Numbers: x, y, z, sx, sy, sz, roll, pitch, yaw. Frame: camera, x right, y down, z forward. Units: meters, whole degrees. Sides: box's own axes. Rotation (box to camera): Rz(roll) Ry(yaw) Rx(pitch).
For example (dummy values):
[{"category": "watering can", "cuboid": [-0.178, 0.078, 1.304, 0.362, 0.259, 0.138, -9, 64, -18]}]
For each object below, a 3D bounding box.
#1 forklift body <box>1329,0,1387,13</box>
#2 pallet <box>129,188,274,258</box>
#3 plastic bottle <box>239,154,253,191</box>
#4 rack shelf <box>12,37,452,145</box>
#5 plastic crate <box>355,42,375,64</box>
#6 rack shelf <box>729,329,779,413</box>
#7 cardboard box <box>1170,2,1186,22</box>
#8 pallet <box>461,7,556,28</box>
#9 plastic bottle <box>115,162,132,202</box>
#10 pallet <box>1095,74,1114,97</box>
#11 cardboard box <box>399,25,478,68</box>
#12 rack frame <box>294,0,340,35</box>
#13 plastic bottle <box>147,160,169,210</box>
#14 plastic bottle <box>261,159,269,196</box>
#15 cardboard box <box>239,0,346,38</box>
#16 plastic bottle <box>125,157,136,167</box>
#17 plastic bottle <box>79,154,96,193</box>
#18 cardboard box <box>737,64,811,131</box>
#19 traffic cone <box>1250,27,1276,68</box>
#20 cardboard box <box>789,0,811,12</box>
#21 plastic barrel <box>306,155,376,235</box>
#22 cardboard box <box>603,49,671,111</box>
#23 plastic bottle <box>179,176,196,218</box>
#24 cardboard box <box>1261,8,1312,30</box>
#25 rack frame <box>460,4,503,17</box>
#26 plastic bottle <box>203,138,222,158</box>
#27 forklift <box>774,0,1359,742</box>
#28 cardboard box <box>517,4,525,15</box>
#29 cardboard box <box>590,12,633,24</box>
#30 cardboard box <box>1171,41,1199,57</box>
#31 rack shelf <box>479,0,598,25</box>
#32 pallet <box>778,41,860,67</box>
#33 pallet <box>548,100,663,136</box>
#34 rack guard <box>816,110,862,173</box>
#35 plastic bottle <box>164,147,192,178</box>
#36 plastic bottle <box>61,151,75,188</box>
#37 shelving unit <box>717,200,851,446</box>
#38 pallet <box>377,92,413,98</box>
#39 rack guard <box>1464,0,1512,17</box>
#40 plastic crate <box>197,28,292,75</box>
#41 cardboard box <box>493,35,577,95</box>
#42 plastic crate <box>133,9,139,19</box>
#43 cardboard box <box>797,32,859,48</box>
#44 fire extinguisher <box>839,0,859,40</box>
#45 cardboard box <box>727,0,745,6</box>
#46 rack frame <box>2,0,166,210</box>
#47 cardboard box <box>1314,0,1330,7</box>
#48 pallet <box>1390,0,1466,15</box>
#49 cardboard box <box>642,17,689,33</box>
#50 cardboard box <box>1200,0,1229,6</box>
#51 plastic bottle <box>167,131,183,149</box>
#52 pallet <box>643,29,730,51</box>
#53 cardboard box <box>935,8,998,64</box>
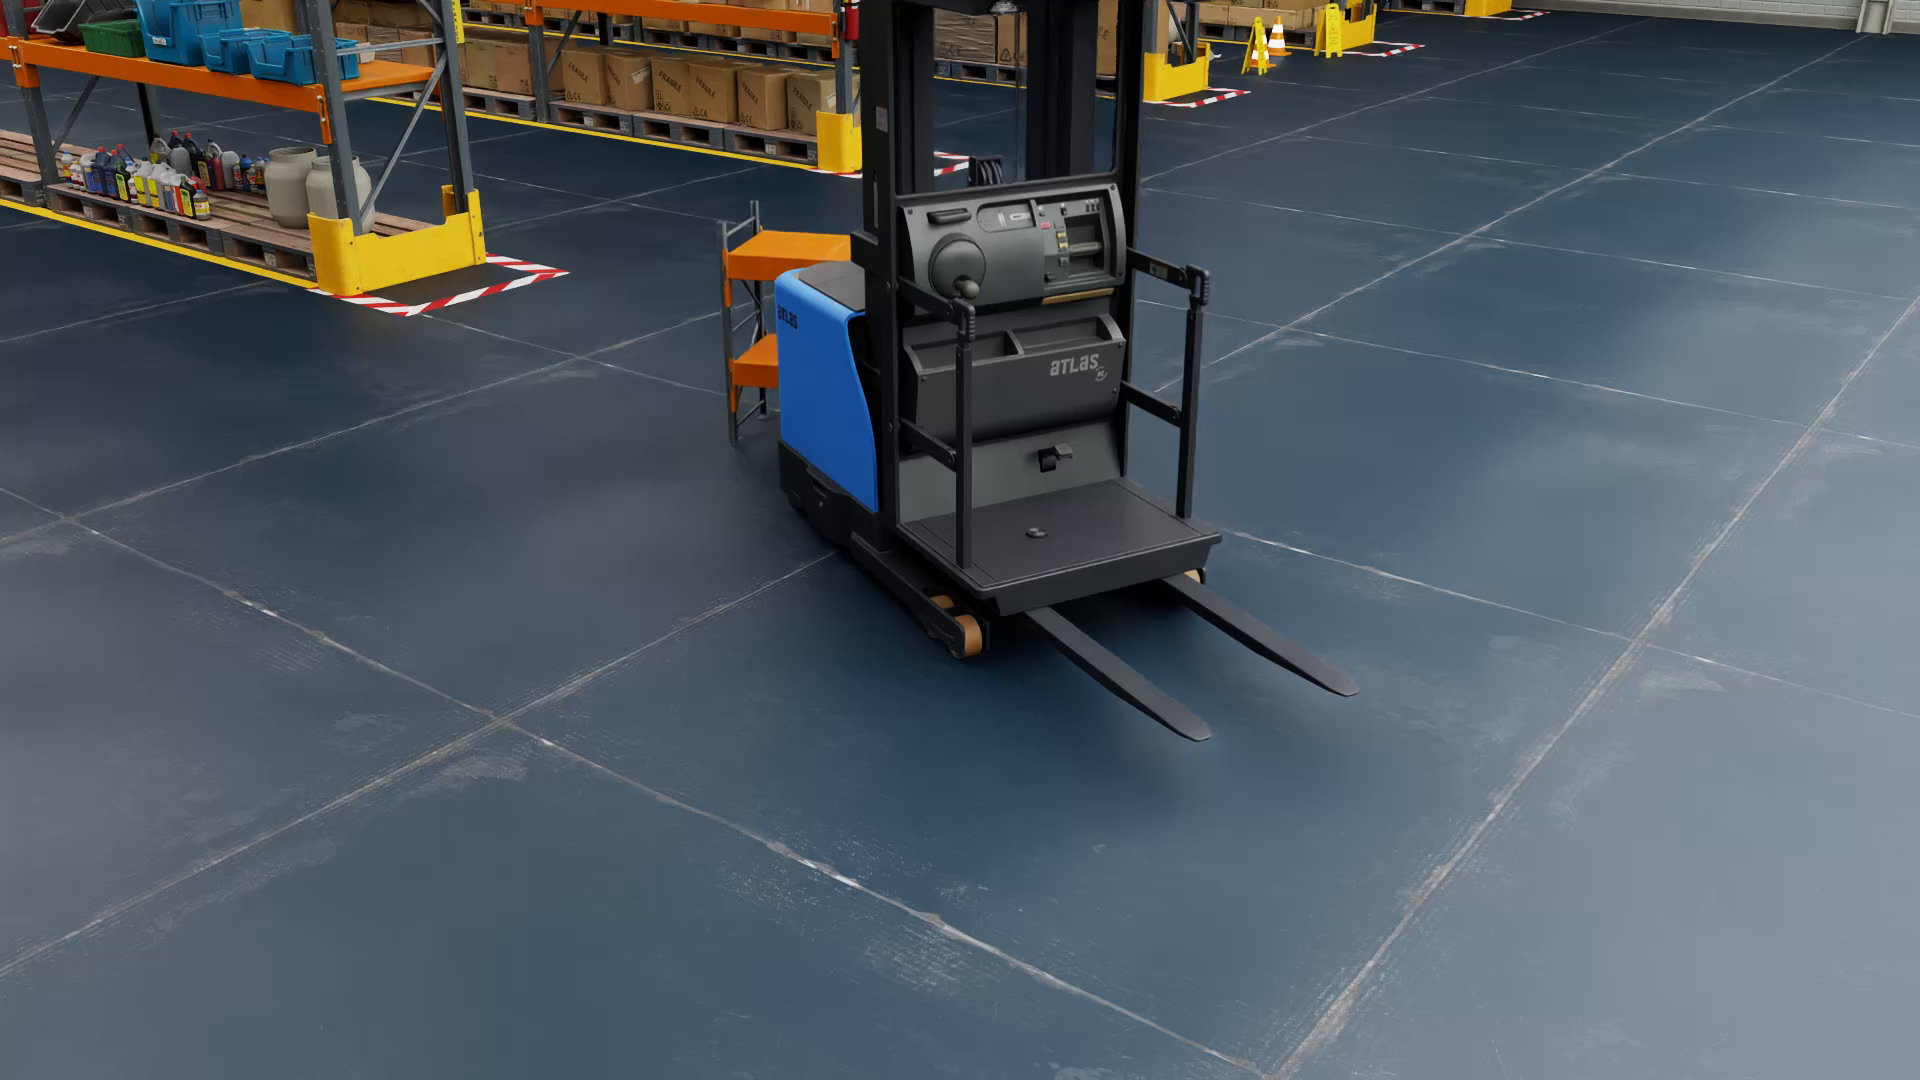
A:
[{"category": "forklift body", "cuboid": [5.575, -9.060, 25.146, 1.214, 2.155, 2.313, 17, 29, 33]}, {"category": "pallet", "cuboid": [-5.409, -2.402, 12.439, 1.213, 0.211, 1.003, 17, 29, 33]}, {"category": "plastic bottle", "cuboid": [-5.482, -2.829, 12.789, 0.097, 0.271, 0.097, 0, 24, 0]}, {"category": "rack shelf", "cuboid": [-5.302, -3.336, 11.992, 4.000, 0.370, 1.077, 17, 29, 33]}, {"category": "plastic crate", "cuboid": [-4.225, -3.381, 11.530, 0.250, 0.136, 0.298, 17, 29, 33]}, {"category": "rack shelf", "cuboid": [-0.586, -0.814, 8.308, 1.000, 0.278, 0.538, 6, 24, 12]}, {"category": "cardboard box", "cuboid": [3.182, -7.395, 23.203, 0.500, 0.250, 0.500, 16, 29, 33]}, {"category": "pallet", "cuboid": [-6.654, -7.793, 24.675, 1.213, 0.211, 1.003, 17, 29, 33]}, {"category": "plastic bottle", "cuboid": [-6.247, -2.679, 12.432, 0.133, 0.283, 0.061, 18, 30, 36]}, {"category": "pallet", "cuboid": [1.638, -5.247, 18.897, 1.213, 0.211, 1.003, 17, 29, 33]}, {"category": "cardboard box", "cuboid": [-5.675, -5.351, 18.228, 0.500, 0.500, 0.700, 20, 31, 38]}, {"category": "rack frame", "cuboid": [-7.133, -6.714, 18.767, 0.127, 3.000, 1.000, 17, 29, 33]}, {"category": "plastic bottle", "cuboid": [-5.865, -2.615, 12.205, 0.185, 0.351, 0.144, 18, 30, 35]}, {"category": "plastic bottle", "cuboid": [-5.240, -2.756, 12.622, 0.097, 0.271, 0.097, 0, 24, 0]}, {"category": "cardboard box", "cuboid": [-7.672, -6.107, 19.505, 0.875, 0.875, 1.225, 15, 28, 31]}, {"category": "plastic bottle", "cuboid": [-6.317, -2.776, 12.668, 0.097, 0.271, 0.097, 0, 24, 0]}, {"category": "plastic bottle", "cuboid": [-6.635, -2.815, 12.752, 0.135, 0.276, 0.152, 18, 30, 35]}, {"category": "cardboard box", "cuboid": [-1.720, -4.117, 15.454, 0.500, 0.500, 0.500, -17, 29, -34]}, {"category": "traffic cone", "cuboid": [3.701, -6.063, 20.437, 0.334, 0.463, 0.336, 17, 29, 33]}, {"category": "cardboard box", "cuboid": [-1.283, -4.727, 14.570, 0.250, 0.149, 0.380, 17, 29, 33]}, {"category": "plastic barrel", "cuboid": [-4.274, -2.369, 11.472, 0.421, 0.512, 0.421, 0, 24, 0]}, {"category": "cardboard box", "cuboid": [-3.173, -4.549, 16.434, 0.500, 0.500, 0.500, -16, 28, -31]}, {"category": "plastic bottle", "cuboid": [-5.538, -2.464, 11.946, 0.133, 0.283, 0.061, 18, 29, 35]}, {"category": "cardboard box", "cuboid": [4.385, -7.025, 22.363, 0.500, 0.250, 0.500, 17, 29, 33]}, {"category": "rack frame", "cuboid": [-7.278, -9.257, 24.539, 0.127, 3.000, 1.000, 17, 29, 33]}, {"category": "plastic bottle", "cuboid": [-5.802, -2.950, 12.965, 0.185, 0.351, 0.144, 17, 29, 33]}, {"category": "forklift", "cuboid": [0.320, -1.103, 6.119, 1.130, 2.935, 3.031, -12, 27, -26]}, {"category": "cardboard box", "cuboid": [-5.994, -7.791, 23.792, 0.500, 0.500, 0.500, 17, 29, 34]}, {"category": "cardboard box", "cuboid": [-4.760, -7.413, 22.933, 0.500, 0.500, 0.500, 17, 29, 33]}, {"category": "cardboard box", "cuboid": [2.953, -6.337, 21.448, 0.380, 0.149, 0.250, -10, 26, -21]}, {"category": "rack shelf", "cuboid": [-5.532, -5.901, 17.815, 4.000, 0.370, 1.077, 17, 29, 33]}, {"category": "pallet", "cuboid": [-1.539, -6.208, 21.079, 1.213, 0.211, 1.003, 17, 29, 33]}, {"category": "pallet", "cuboid": [-3.373, -4.319, 16.791, 1.213, 0.211, 1.003, 17, 29, 33]}, {"category": "rack guard", "cuboid": [-0.792, -3.654, 14.922, 0.348, 0.500, 1.175, 17, 29, 33]}, {"category": "plastic bottle", "cuboid": [-6.129, -2.940, 13.035, 0.135, 0.276, 0.152, 17, 29, 33]}, {"category": "plastic bottle", "cuboid": [-6.910, -2.883, 12.910, 0.097, 0.271, 0.097, 0, 24, 0]}, {"category": "shelving unit", "cuboid": [-0.586, -1.037, 8.209, 1.048, 1.125, 0.538, 6, 24, 12]}, {"category": "pallet", "cuboid": [-6.508, -5.248, 18.899, 1.213, 0.211, 1.003, 17, 29, 33]}, {"category": "rack guard", "cuboid": [8.206, -8.429, 25.761, 0.348, 0.500, 1.175, 17, 29, 33]}, {"category": "plastic crate", "cuboid": [-4.798, -3.296, 11.196, 0.408, 0.251, 0.499, 17, 29, 33]}, {"category": "cardboard box", "cuboid": [-4.410, -4.959, 17.340, 0.500, 0.500, 0.700, 14, 28, 29]}, {"category": "plastic crate", "cuboid": [-5.854, -3.900, 12.566, 0.616, 0.251, 0.499, 17, 29, 33]}, {"category": "cardboard box", "cuboid": [-1.427, -6.606, 20.792, 0.750, 0.750, 1.050, 17, 29, 33]}, {"category": "fire extinguisher", "cuboid": [-0.916, -4.567, 13.992, 0.183, 0.674, 0.296, 17, 29, 33]}, {"category": "cardboard box", "cuboid": [-1.879, -4.910, 14.986, 0.250, 0.149, 0.380, 17, 29, 33]}, {"category": "rack frame", "cuboid": [-6.902, -4.148, 12.945, 0.127, 3.000, 1.000, 17, 29, 33]}, {"category": "cardboard box", "cuboid": [4.713, -7.543, 22.610, 0.500, 0.500, 0.500, 16, 28, 32]}, {"category": "pallet", "cuboid": [7.549, -8.474, 26.221, 1.213, 0.211, 1.003, 17, 29, 33]}, {"category": "cardboard box", "cuboid": [-3.644, -7.276, 22.313, 0.750, 0.750, 1.050, 16, 29, 33]}, {"category": "cardboard box", "cuboid": [3.596, -7.613, 22.767, 0.500, 0.500, 0.500, 16, 28, 32]}, {"category": "plastic bottle", "cuboid": [-6.214, -3.075, 13.248, 0.185, 0.351, 0.144, 16, 28, 32]}, {"category": "pallet", "cuboid": [-3.491, -6.798, 22.418, 1.213, 0.211, 1.003, 17, 29, 33]}, {"category": "cardboard box", "cuboid": [0.309, -6.151, 19.604, 0.875, 0.875, 0.875, 17, 29, 34]}]
